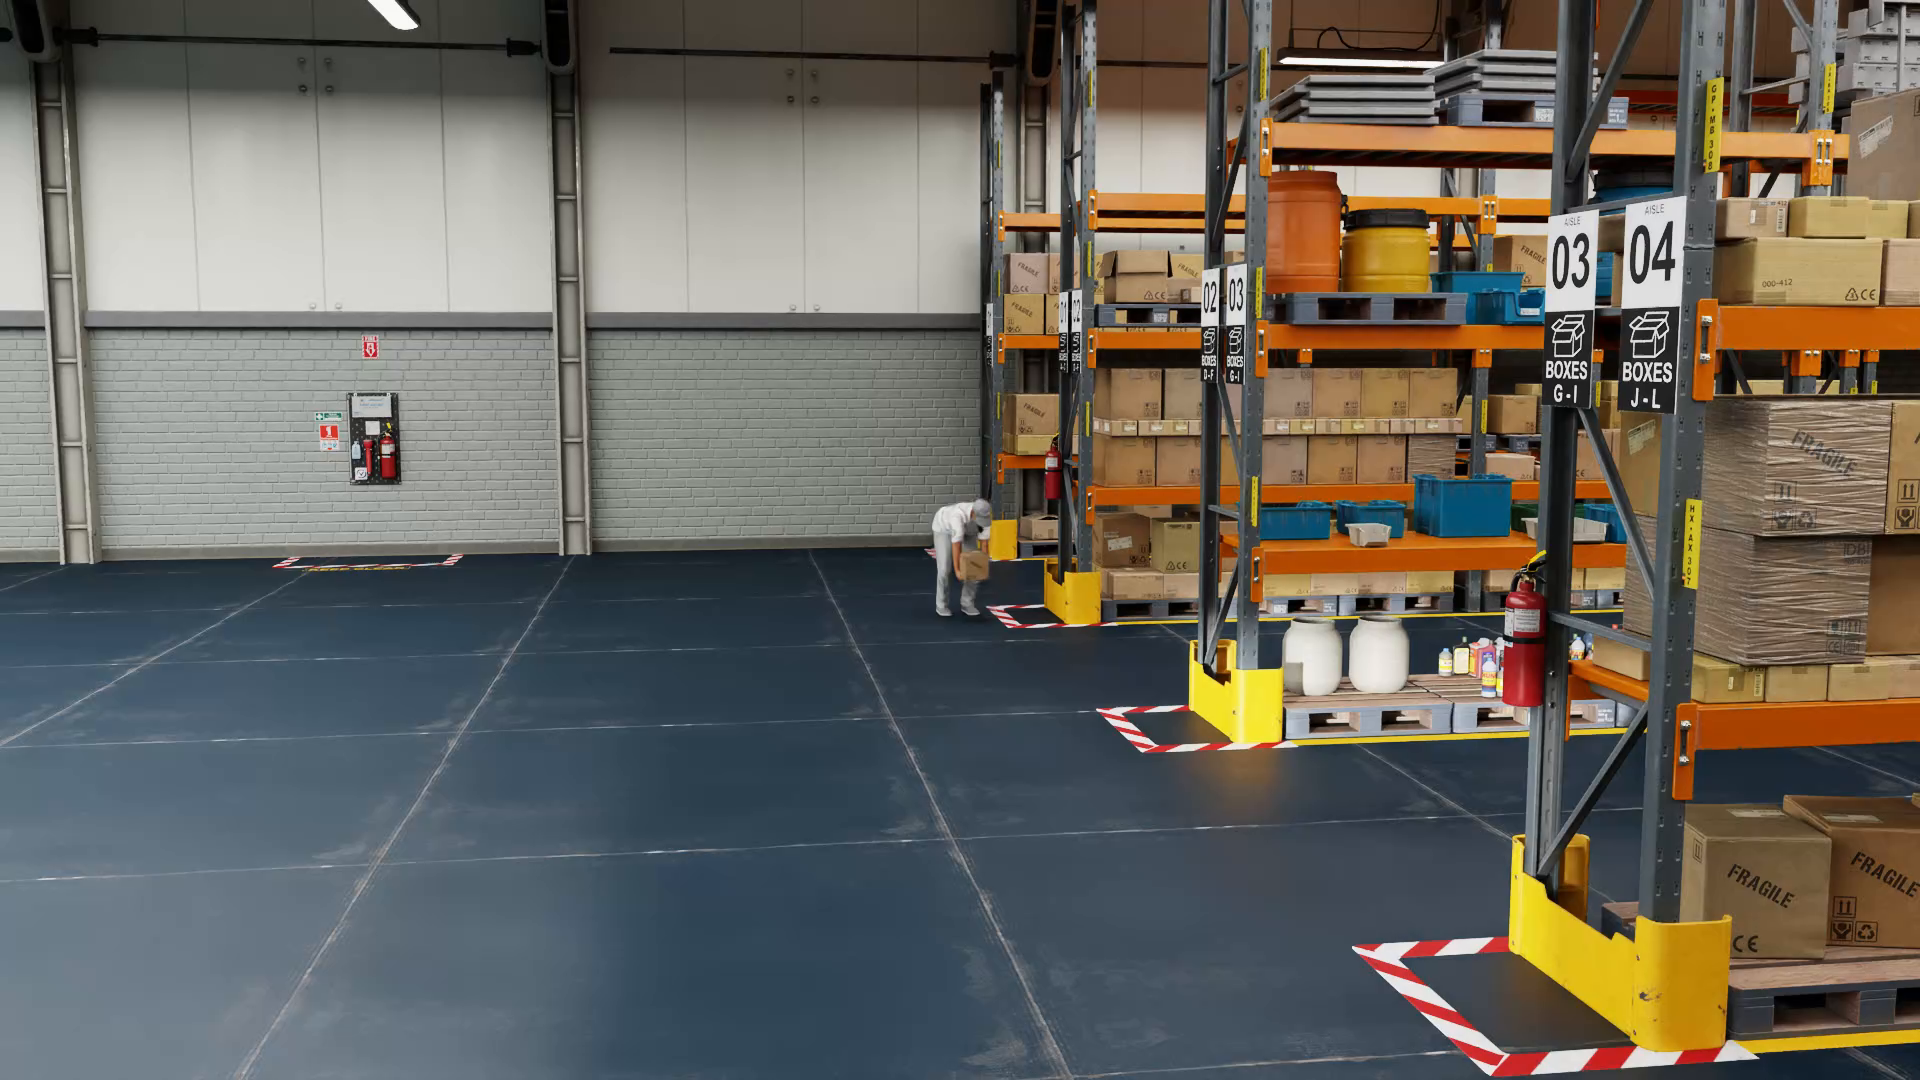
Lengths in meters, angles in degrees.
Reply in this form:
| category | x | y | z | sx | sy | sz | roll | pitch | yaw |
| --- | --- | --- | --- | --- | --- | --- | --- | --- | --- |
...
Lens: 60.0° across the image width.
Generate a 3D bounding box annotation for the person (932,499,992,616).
| category | x | y | z | sx | sy | sz | roll | pitch | yaw |
| --- | --- | --- | --- | --- | --- | --- | --- | --- | --- |
| person | 0.053 | 0.168 | 16.418 | 0.465 | 1.204 | 0.921 | -3 | 7 | -24 |
